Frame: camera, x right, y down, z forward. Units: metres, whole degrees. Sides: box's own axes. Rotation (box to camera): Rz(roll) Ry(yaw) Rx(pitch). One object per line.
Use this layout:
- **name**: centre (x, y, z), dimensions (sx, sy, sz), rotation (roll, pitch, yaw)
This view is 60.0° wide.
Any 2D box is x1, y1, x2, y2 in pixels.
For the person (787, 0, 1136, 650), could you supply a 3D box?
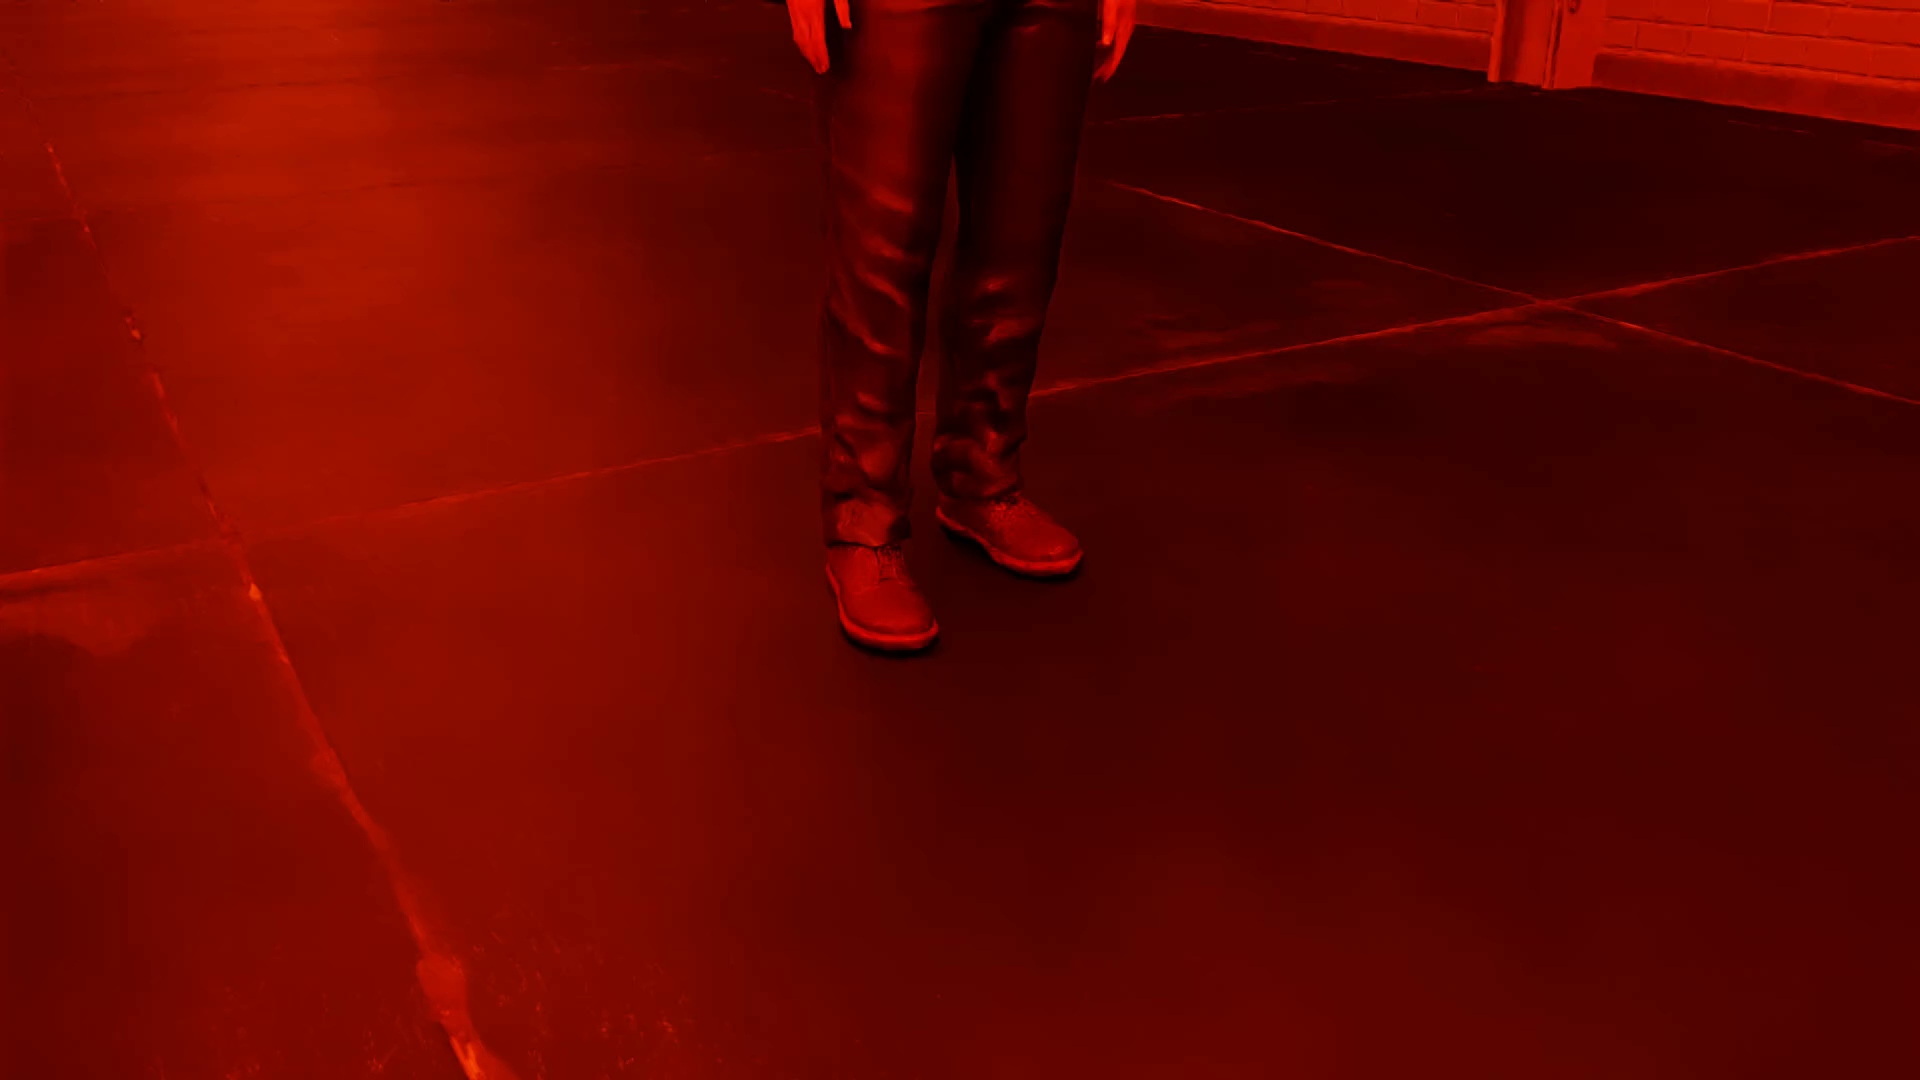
- **person**: centre (0.026, -0.735, 2.237), dimensions (0.599, 1.650, 0.502), rotation (-12, 25, -28)
